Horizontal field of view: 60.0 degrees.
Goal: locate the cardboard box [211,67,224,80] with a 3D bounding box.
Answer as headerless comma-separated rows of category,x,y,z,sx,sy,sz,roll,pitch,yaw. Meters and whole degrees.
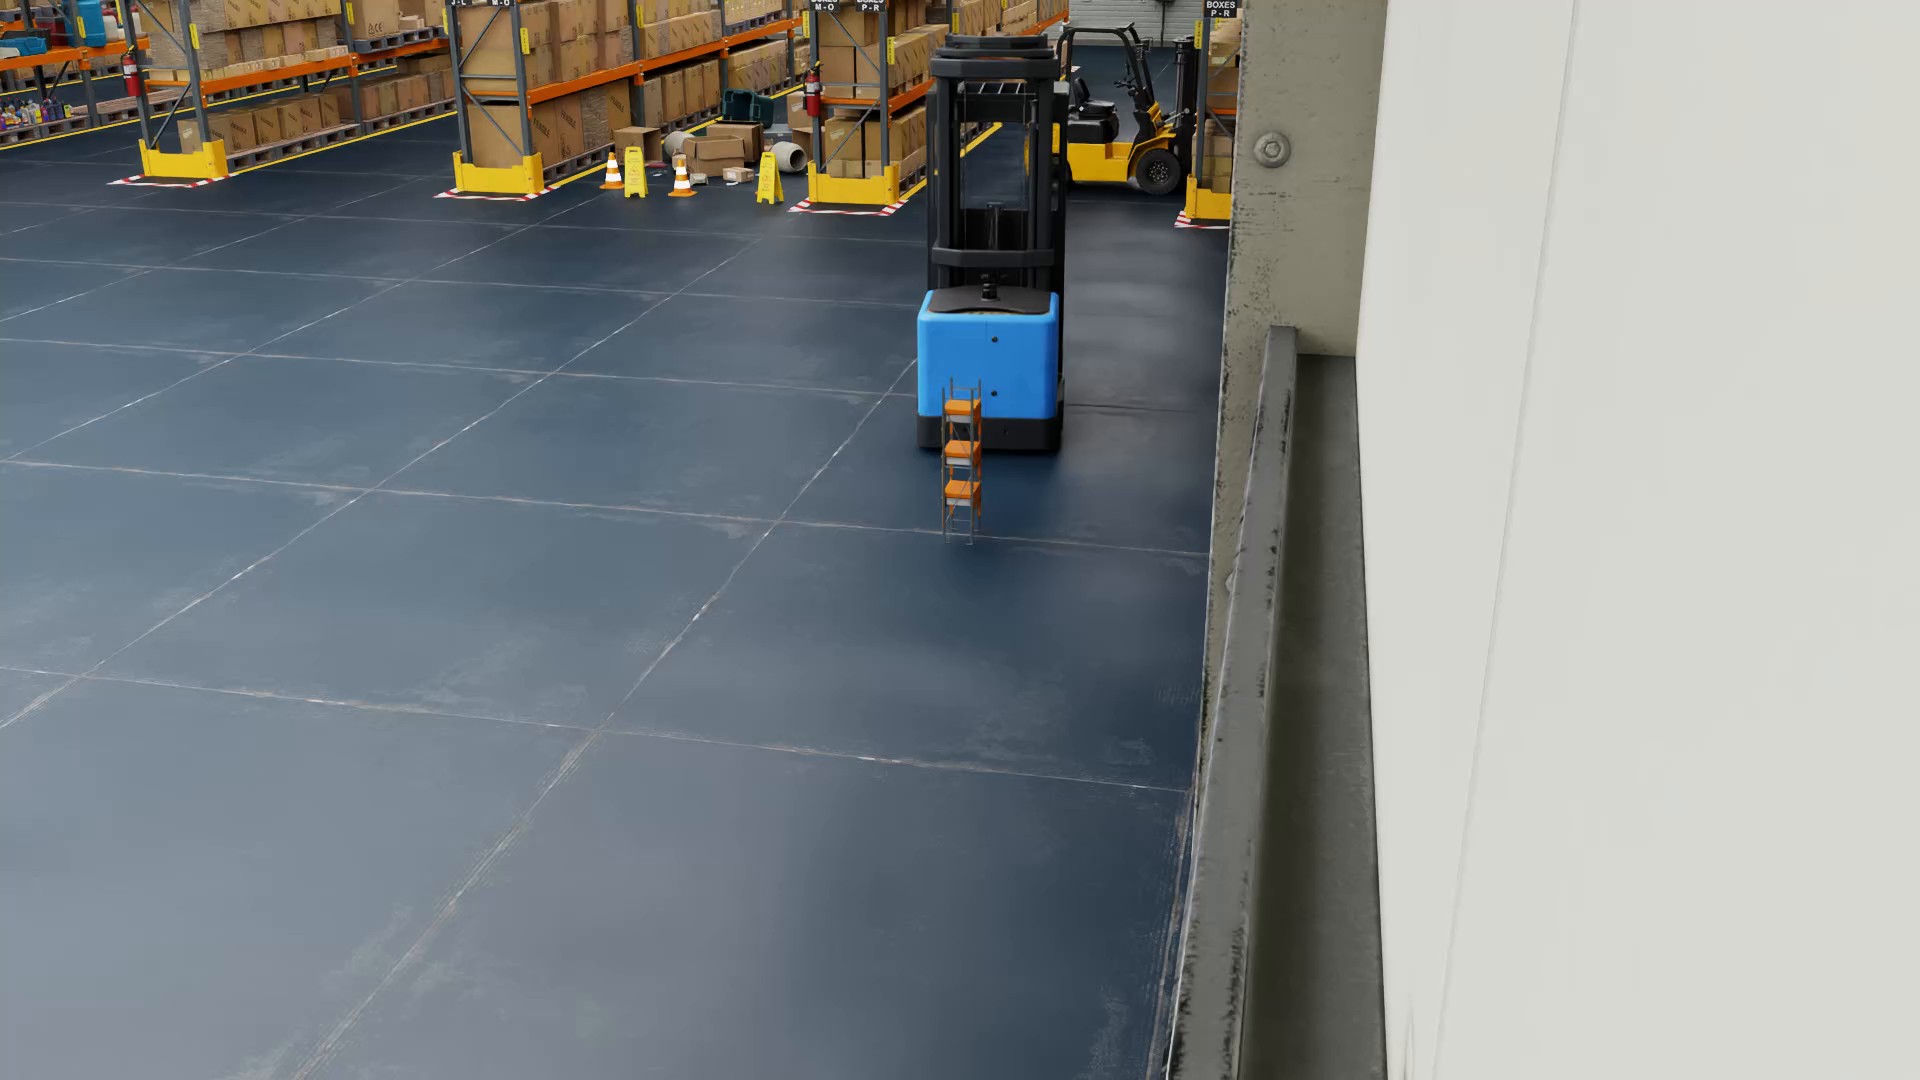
cardboard box,-10.756,-6.663,23.734,0.380,0.149,0.250,4,22,11

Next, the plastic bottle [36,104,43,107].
plastic bottle,-15.188,-7.059,27.438,0.152,0.276,0.135,4,22,11

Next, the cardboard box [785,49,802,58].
cardboard box,-3.446,-9.932,33.972,0.380,0.149,0.250,6,23,14

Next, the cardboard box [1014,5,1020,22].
cardboard box,0.782,-9.473,29.906,0.500,0.250,0.500,4,22,11

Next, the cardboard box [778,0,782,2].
cardboard box,-3.722,-10.633,32.630,0.380,0.149,0.250,5,23,13

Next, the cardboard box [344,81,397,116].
cardboard box,-10.039,-7.507,28.250,0.700,0.500,0.500,4,22,11

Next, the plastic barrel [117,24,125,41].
plastic barrel,-14.730,-8.852,29.018,0.301,0.262,0.301,0,22,0

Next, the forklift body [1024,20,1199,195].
forklift body,2.045,-5.910,22.664,2.313,2.155,1.214,4,22,11

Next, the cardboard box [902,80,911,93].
cardboard box,-0.876,-6.114,22.369,0.380,0.149,0.250,5,22,12

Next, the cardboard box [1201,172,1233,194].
cardboard box,3.231,-4.586,21.359,0.500,0.250,0.500,5,22,11

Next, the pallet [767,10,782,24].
pallet,-4.132,-10.220,32.485,1.003,0.211,1.213,4,22,11

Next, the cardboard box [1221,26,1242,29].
cardboard box,3.720,-6.848,22.457,0.380,0.149,0.250,4,22,11

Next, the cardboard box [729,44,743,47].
cardboard box,-4.458,-9.329,31.797,0.500,0.250,0.500,5,23,13

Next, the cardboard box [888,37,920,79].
cardboard box,-0.842,-6.561,22.611,0.500,0.500,0.500,4,22,10

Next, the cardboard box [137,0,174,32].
cardboard box,-11.247,-7.472,23.535,0.500,0.500,0.500,4,22,11

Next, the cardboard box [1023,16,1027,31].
cardboard box,0.961,-9.615,30.927,0.500,0.250,0.500,4,22,9

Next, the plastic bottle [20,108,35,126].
plastic bottle,-15.141,-6.880,26.992,0.152,0.276,0.135,5,22,12

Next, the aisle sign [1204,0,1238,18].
aisle sign,3.143,-6.675,19.948,0.394,0.787,0.004,4,22,11

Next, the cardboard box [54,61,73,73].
cardboard box,-18.601,-9.850,34.068,0.500,0.500,0.500,4,22,10

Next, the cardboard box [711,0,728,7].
cardboard box,-4.365,-9.624,29.728,0.380,0.149,0.250,4,22,11

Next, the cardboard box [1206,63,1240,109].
cardboard box,3.287,-5.717,20.916,0.500,0.500,0.500,4,22,10

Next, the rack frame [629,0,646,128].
rack frame,-5.466,-7.651,25.851,1.000,3.000,0.127,4,22,11

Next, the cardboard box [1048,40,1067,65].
cardboard box,1.812,-10.457,35.685,0.875,0.438,0.875,4,22,9

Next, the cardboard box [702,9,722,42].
cardboard box,-4.479,-8.975,29.005,0.500,0.500,0.500,4,22,11

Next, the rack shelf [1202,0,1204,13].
rack shelf,3.852,-7.260,21.828,1.077,0.370,4.000,4,22,11

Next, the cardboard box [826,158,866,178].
cardboard box,-1.509,-5.092,22.616,0.500,0.250,0.500,4,22,11

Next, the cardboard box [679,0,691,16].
cardboard box,-4.956,-9.088,27.947,0.700,0.500,0.500,4,22,10

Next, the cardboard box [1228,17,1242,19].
cardboard box,4.323,-7.996,25.704,0.380,0.149,0.250,4,22,9

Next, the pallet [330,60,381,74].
pallet,-13.405,-10.348,36.280,1.003,0.211,1.213,4,22,11

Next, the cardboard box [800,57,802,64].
cardboard box,-3.468,-9.887,34.258,0.380,0.149,0.250,4,22,11

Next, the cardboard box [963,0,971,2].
cardboard box,-0.037,-8.541,26.098,0.380,0.149,0.250,6,23,14

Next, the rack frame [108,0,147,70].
rack frame,-18.366,-11.749,36.025,1.000,3.000,0.127,4,22,11

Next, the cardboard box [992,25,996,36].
cardboard box,0.389,-8.515,27.770,0.380,0.149,0.250,4,22,10

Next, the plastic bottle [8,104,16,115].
plastic bottle,-15.632,-7.057,27.438,0.097,0.271,0.097,0,22,0

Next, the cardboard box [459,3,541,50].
cardboard box,-6.169,-6.892,22.319,0.875,0.550,0.550,4,22,11

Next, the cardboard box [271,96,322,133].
cardboard box,-10.531,-6.748,26.393,0.500,0.500,0.500,12,25,28

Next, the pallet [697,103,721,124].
pallet,-4.885,-7.538,29.303,1.003,0.211,1.213,4,22,11

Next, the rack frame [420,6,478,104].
rack frame,-9.485,-9.529,30.514,1.000,3.000,0.127,4,22,11

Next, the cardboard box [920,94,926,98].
cardboard box,-0.458,-6.341,24.713,0.500,0.500,0.500,4,22,10

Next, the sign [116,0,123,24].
sign,-11.657,-7.337,23.098,0.100,0.325,0.005,4,22,11

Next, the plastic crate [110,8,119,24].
plastic crate,-14.963,-9.369,30.030,0.402,0.464,0.583,4,22,11

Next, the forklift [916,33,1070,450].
forklift,0.302,-2.536,13.242,1.130,2.935,3.031,2,22,4

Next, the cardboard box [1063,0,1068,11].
cardboard box,2.010,-11.549,35.396,0.500,0.500,0.500,5,22,11

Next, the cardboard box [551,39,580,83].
cardboard box,-5.923,-6.795,23.525,0.875,0.550,0.550,4,22,11

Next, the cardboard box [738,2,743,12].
cardboard box,-4.199,-9.781,30.516,0.380,0.149,0.250,5,22,11

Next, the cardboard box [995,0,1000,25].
cardboard box,0.396,-8.966,28.020,0.500,0.500,0.500,4,22,9

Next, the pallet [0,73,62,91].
pallet,-18.993,-9.263,33.585,1.003,0.211,1.213,4,22,11

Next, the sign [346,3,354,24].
sign,-9.768,-8.429,26.625,0.100,0.325,0.005,4,22,11

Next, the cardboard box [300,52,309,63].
cardboard box,-10.349,-7.490,25.787,0.380,0.149,0.250,4,22,11

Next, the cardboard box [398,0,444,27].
cardboard box,-9.572,-9.358,29.393,0.700,0.500,0.500,8,23,19

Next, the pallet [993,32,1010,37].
pallet,0.175,-8.416,28.007,1.213,0.211,1.003,4,22,11

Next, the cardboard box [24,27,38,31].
cardboard box,-22.547,-12.177,39.871,0.700,0.500,0.500,4,22,11

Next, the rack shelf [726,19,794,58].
rack shelf,-4.242,-9.512,31.434,1.077,0.370,4.000,4,22,11

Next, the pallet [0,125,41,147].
pallet,-15.574,-6.461,26.627,1.003,0.211,1.213,4,22,11

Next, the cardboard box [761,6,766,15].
cardboard box,-3.929,-10.115,31.743,0.380,0.149,0.250,3,22,9

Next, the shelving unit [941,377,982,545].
shelving unit,0.011,-0.507,10.721,0.215,1.050,0.252,4,22,11

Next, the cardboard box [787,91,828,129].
cardboard box,-2.348,-6.627,25.641,0.500,0.500,0.500,4,22,11

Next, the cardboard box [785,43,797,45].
cardboard box,-3.664,-10.441,35.235,0.380,0.149,0.250,5,22,11

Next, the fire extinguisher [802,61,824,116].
fire extinguisher,-1.890,-5.806,21.372,0.296,0.674,0.183,4,22,11

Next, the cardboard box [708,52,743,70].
cardboard box,-4.272,-8.731,30.313,0.500,0.250,0.500,3,22,8
